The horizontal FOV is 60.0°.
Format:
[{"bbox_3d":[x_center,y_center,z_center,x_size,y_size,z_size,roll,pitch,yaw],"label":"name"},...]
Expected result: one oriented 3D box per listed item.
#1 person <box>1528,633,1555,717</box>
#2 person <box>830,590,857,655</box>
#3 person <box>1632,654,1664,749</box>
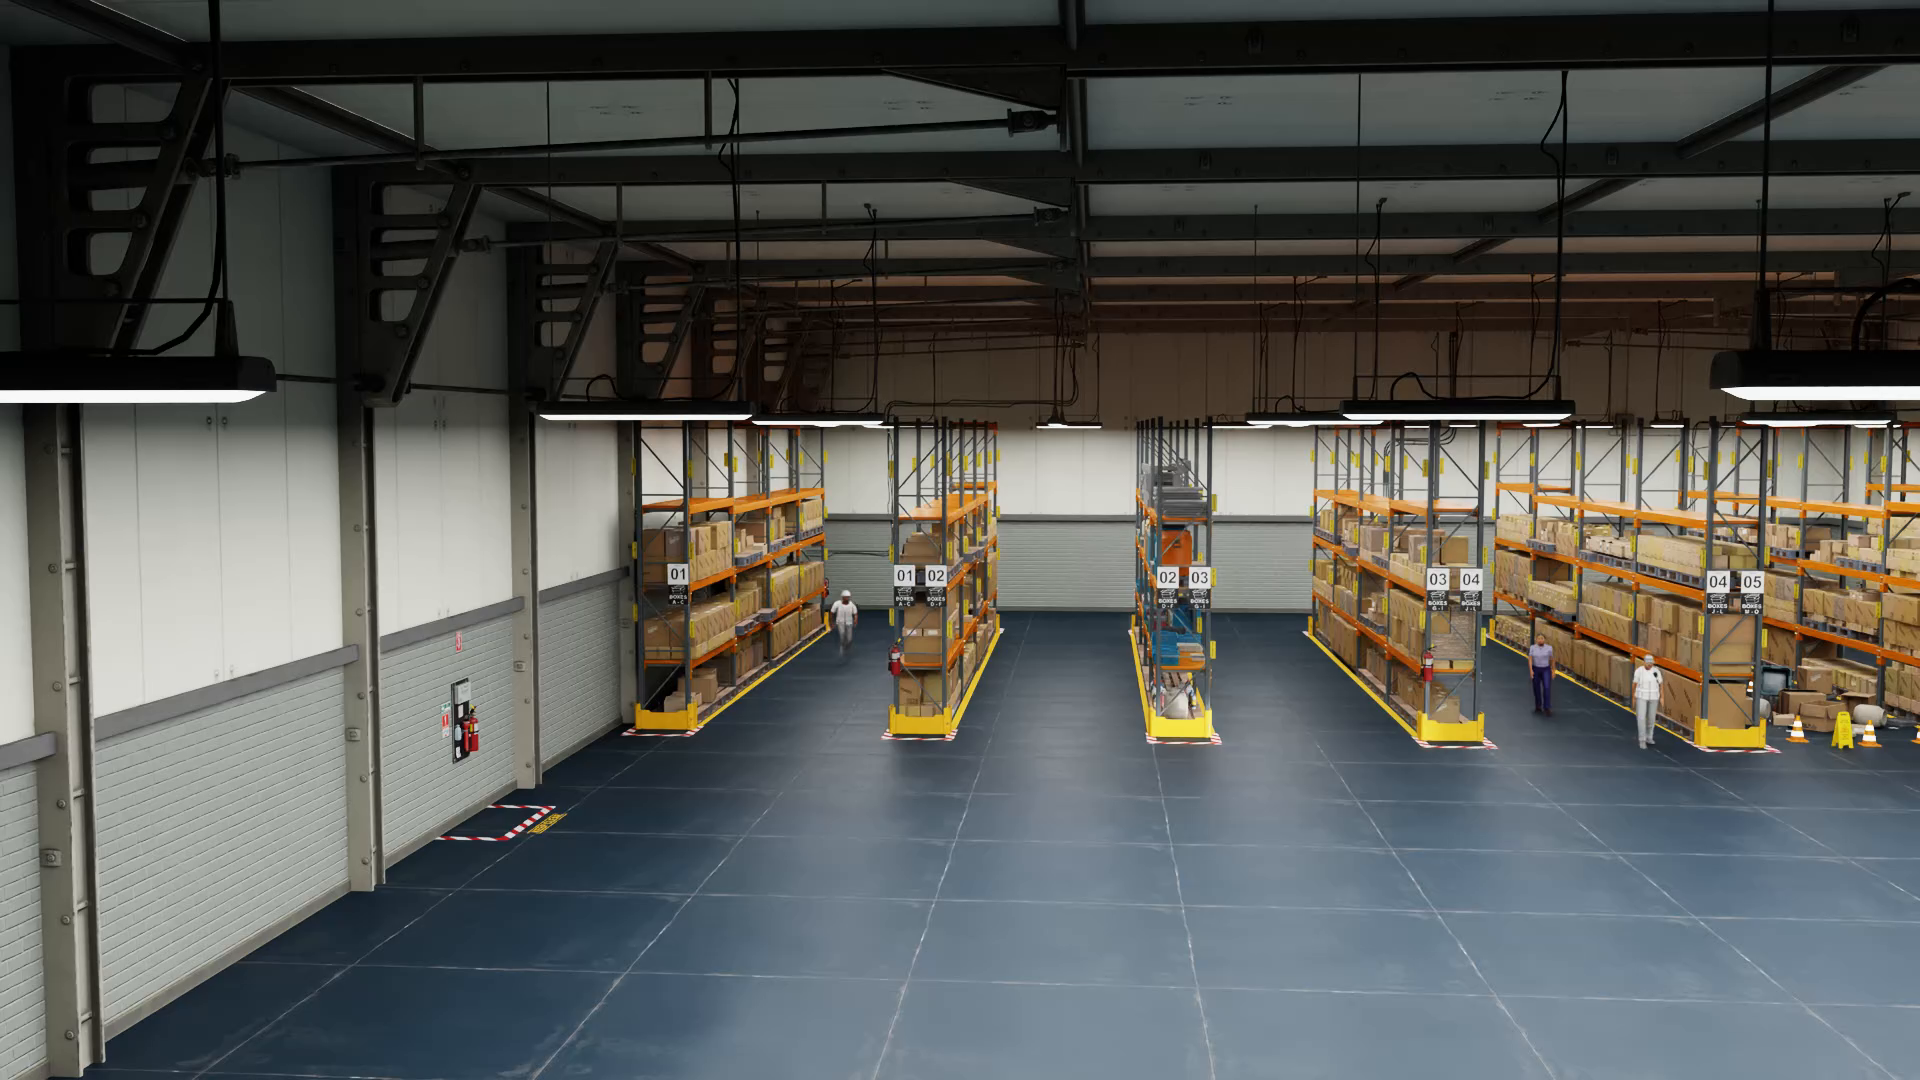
[{"bbox_3d":[11.818,2.711,33.779,0.541,1.627,0.812,2,4,30],"label":"person"},{"bbox_3d":[-2.863,2.046,41.324,0.672,1.573,0.721,-1,4,-16],"label":"person"},{"bbox_3d":[12.538,2.922,30.277,0.524,1.682,0.631,1,4,10],"label":"person"}]
